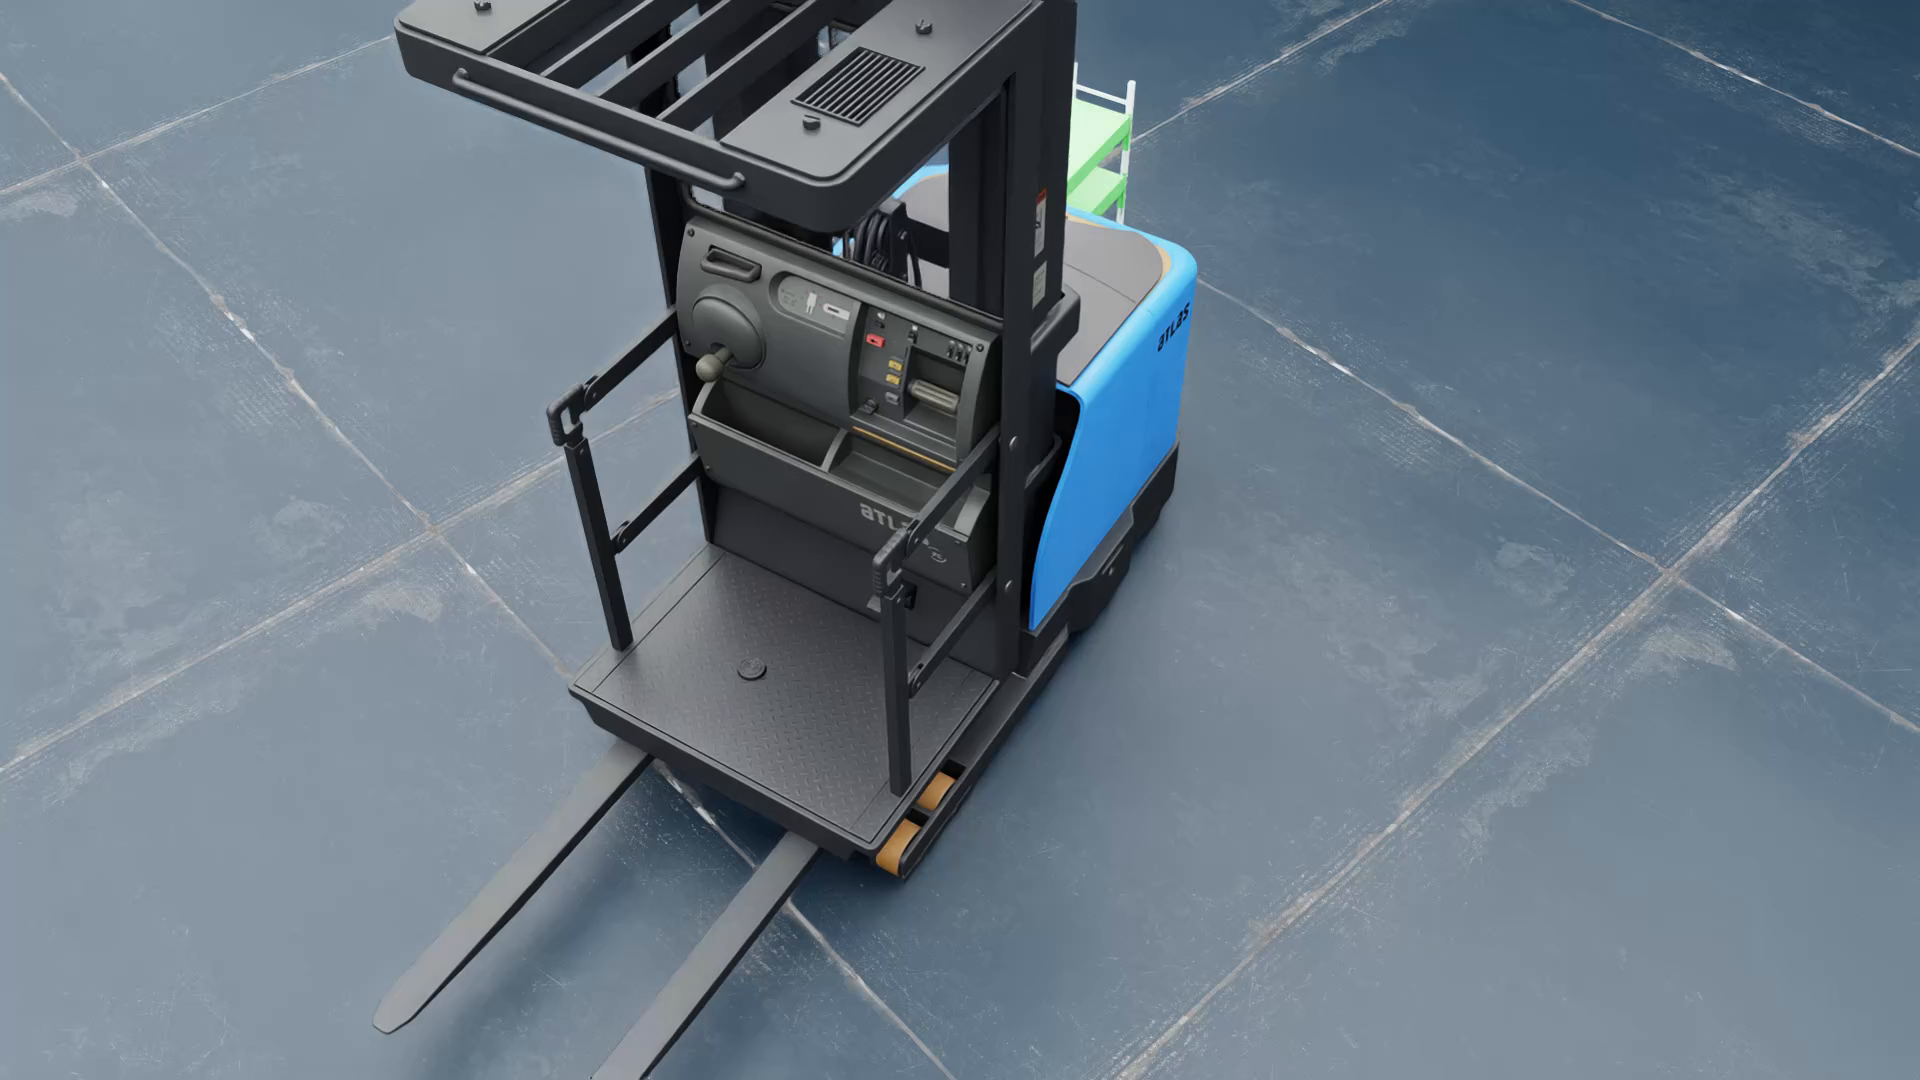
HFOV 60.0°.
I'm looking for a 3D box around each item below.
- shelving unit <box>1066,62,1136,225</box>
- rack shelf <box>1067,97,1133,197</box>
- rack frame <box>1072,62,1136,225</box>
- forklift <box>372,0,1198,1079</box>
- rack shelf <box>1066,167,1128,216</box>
[{"bbox_3d":[0.350,-1.003,5.859,0.258,1.200,0.503,24,52,21],"label":"shelving unit"},{"bbox_3d":[0.350,-1.285,5.553,0.258,0.148,0.480,24,52,21],"label":"rack shelf"},{"bbox_3d":[0.477,-1.156,6.000,0.240,1.200,0.015,24,52,21],"label":"rack frame"},{"bbox_3d":[-0.449,-0.416,4.139,1.130,2.935,3.031,24,52,21],"label":"forklift"},{"bbox_3d":[0.350,-1.122,5.729,0.258,0.148,0.480,24,52,21],"label":"rack shelf"}]
